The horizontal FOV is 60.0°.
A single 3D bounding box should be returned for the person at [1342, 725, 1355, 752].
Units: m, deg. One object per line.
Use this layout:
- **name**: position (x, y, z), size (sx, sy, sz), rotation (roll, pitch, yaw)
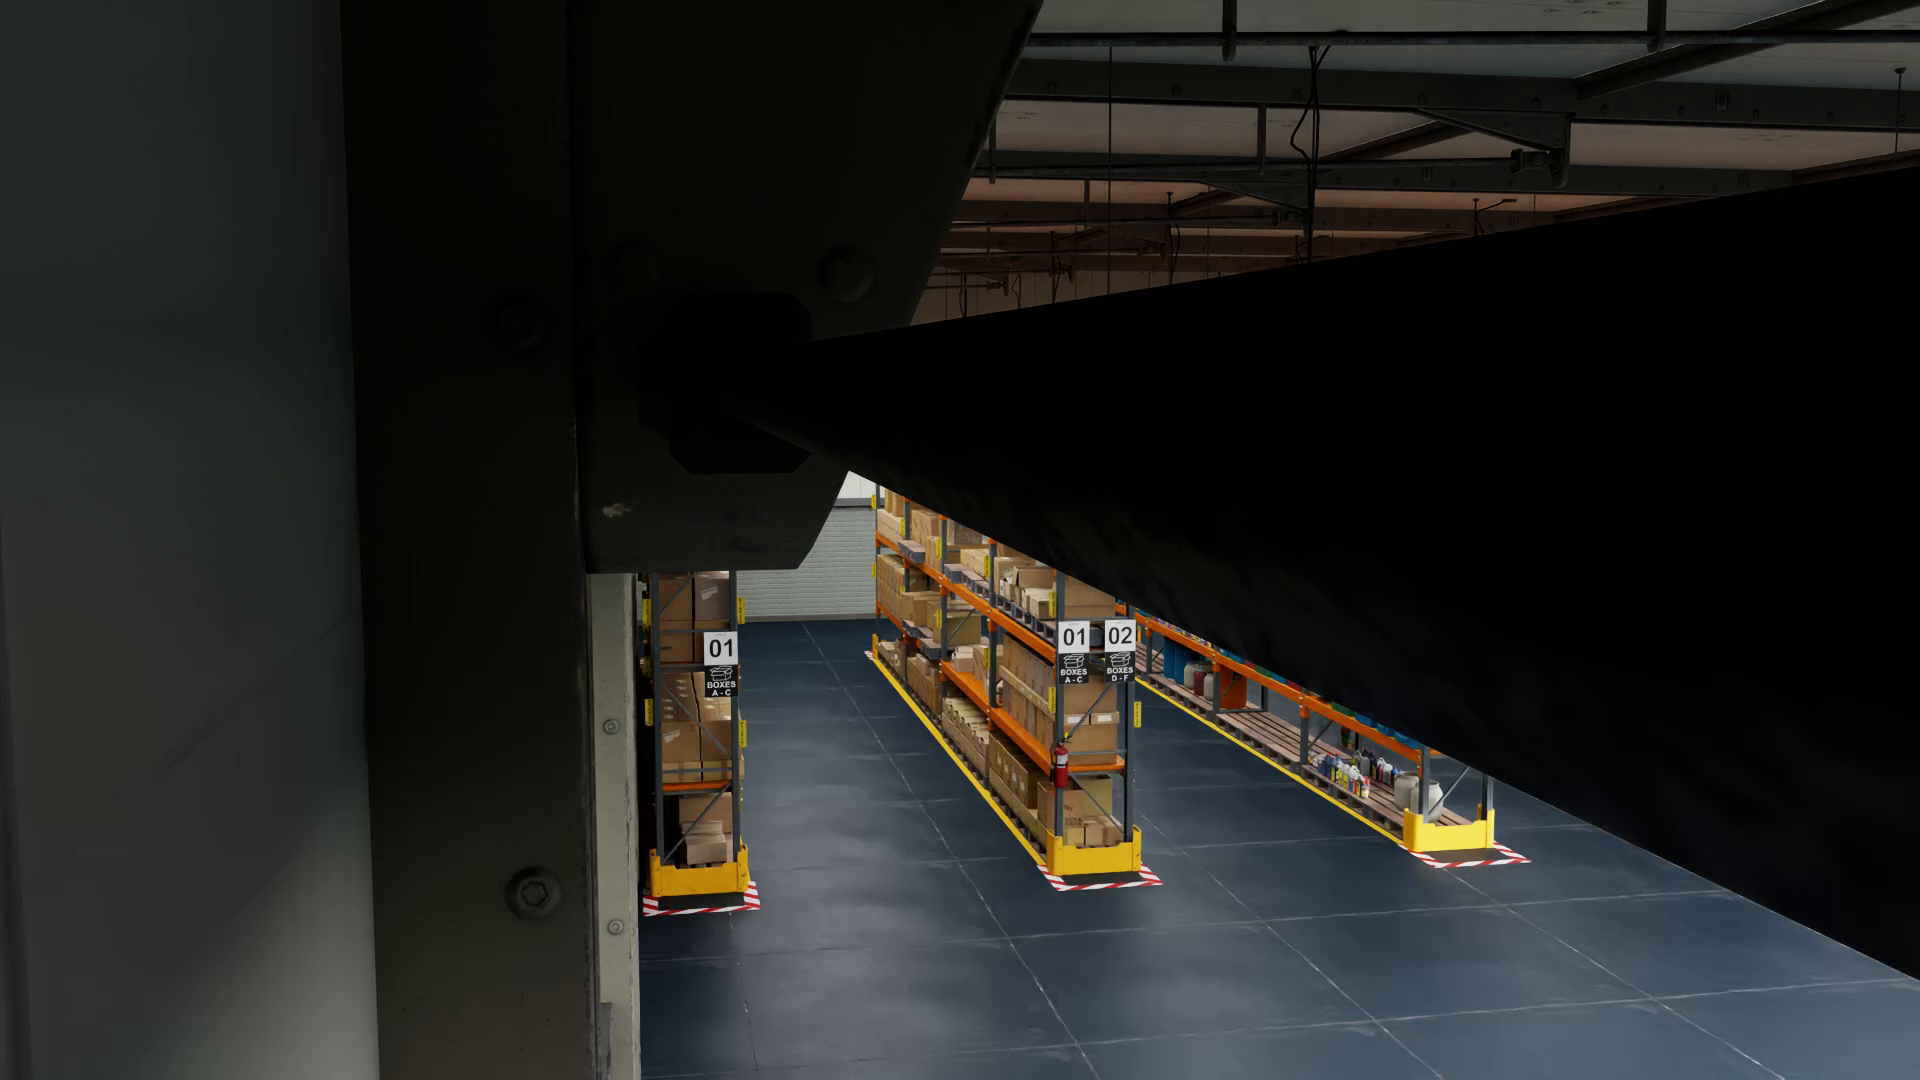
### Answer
- **person**: position (6.546, 2.603, 27.829), size (0.589, 1.821, 0.612), rotation (-1, 6, -12)
